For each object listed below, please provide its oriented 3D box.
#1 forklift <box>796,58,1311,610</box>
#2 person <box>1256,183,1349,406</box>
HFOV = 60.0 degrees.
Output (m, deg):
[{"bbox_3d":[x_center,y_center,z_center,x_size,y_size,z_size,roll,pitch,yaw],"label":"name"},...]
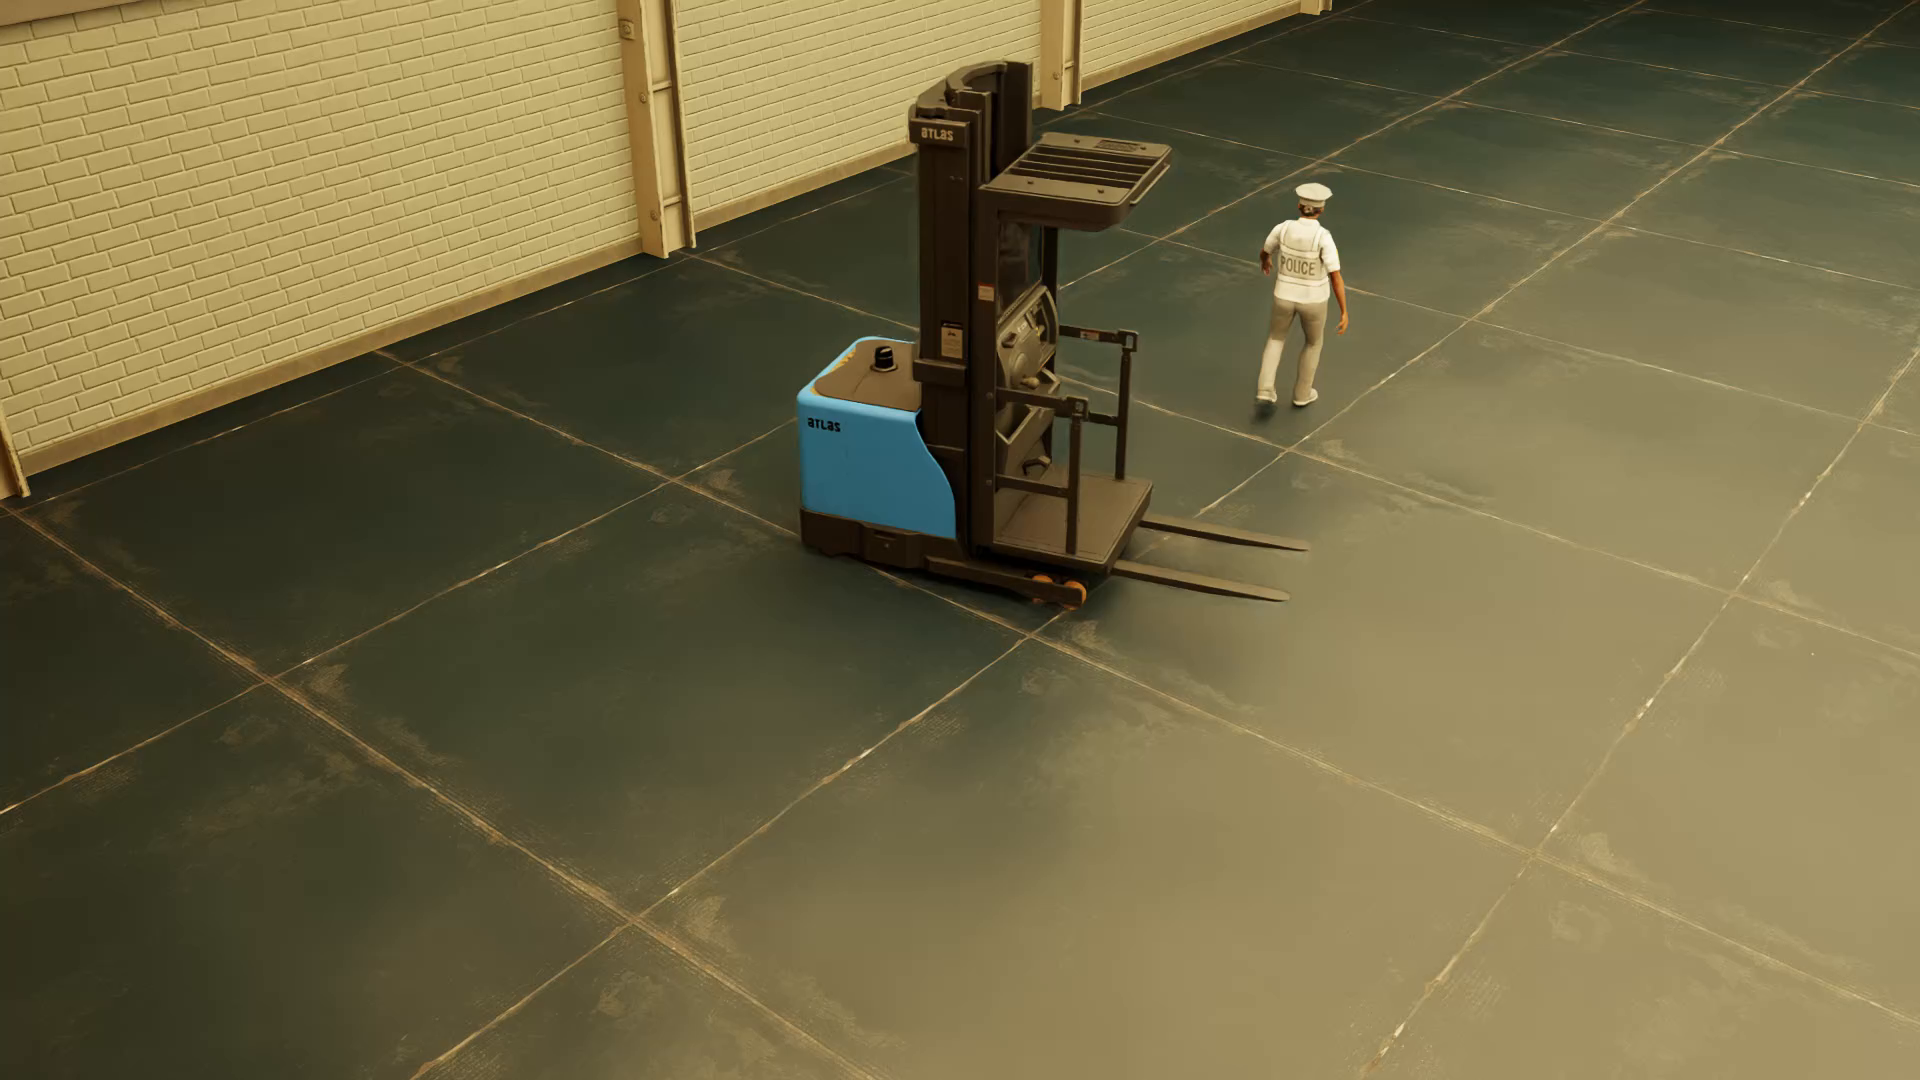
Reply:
[{"bbox_3d":[0.578,-1.159,9.579,3.031,2.935,1.130,11,32,18],"label":"forklift"},{"bbox_3d":[2.420,-1.698,11.788,0.779,1.645,0.647,15,33,24],"label":"person"}]
